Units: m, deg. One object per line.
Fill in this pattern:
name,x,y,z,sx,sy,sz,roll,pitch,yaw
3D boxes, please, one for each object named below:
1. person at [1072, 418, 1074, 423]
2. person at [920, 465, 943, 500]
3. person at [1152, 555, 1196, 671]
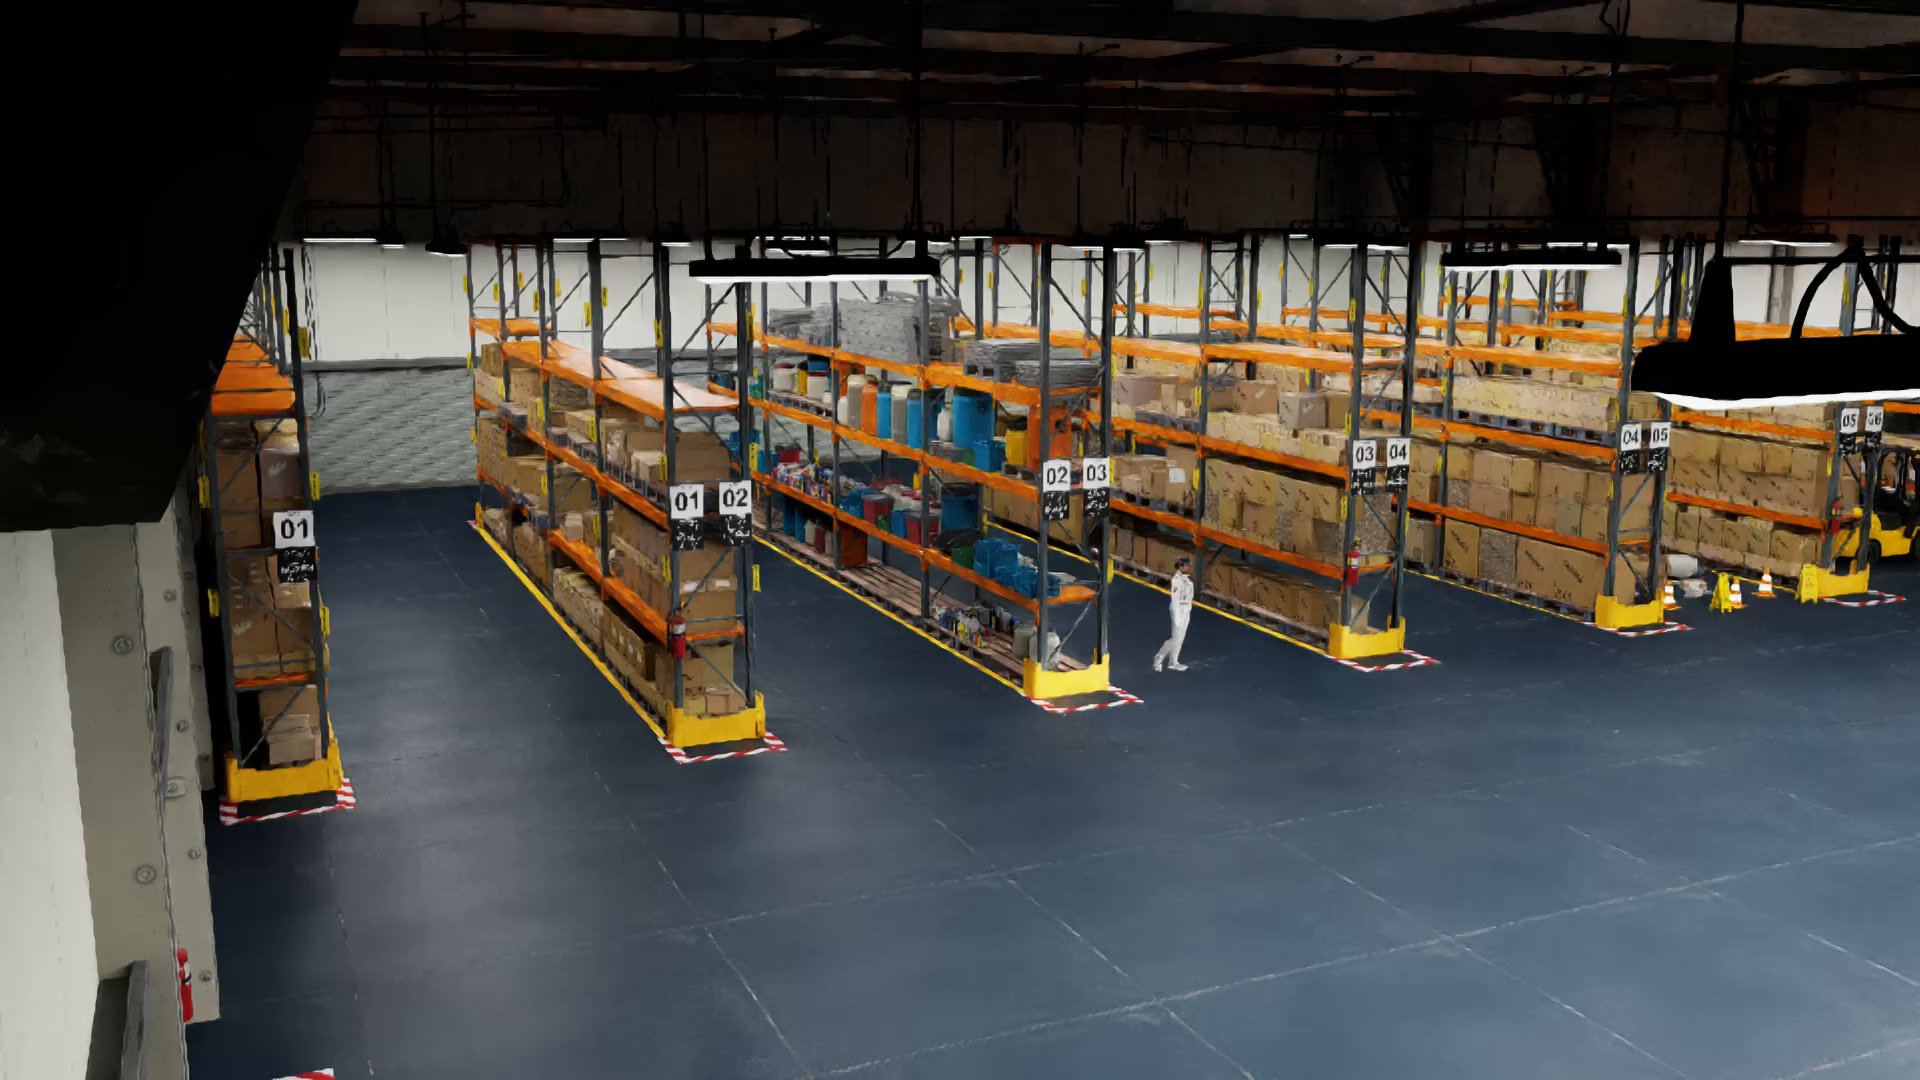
person,2.667,-2.595,42.251,0.521,1.614,0.938,-1,11,-3
person,-0.580,-1.331,35.441,0.566,1.706,1.122,-4,12,-21
person,3.009,1.036,23.425,0.499,1.662,0.657,5,12,25
